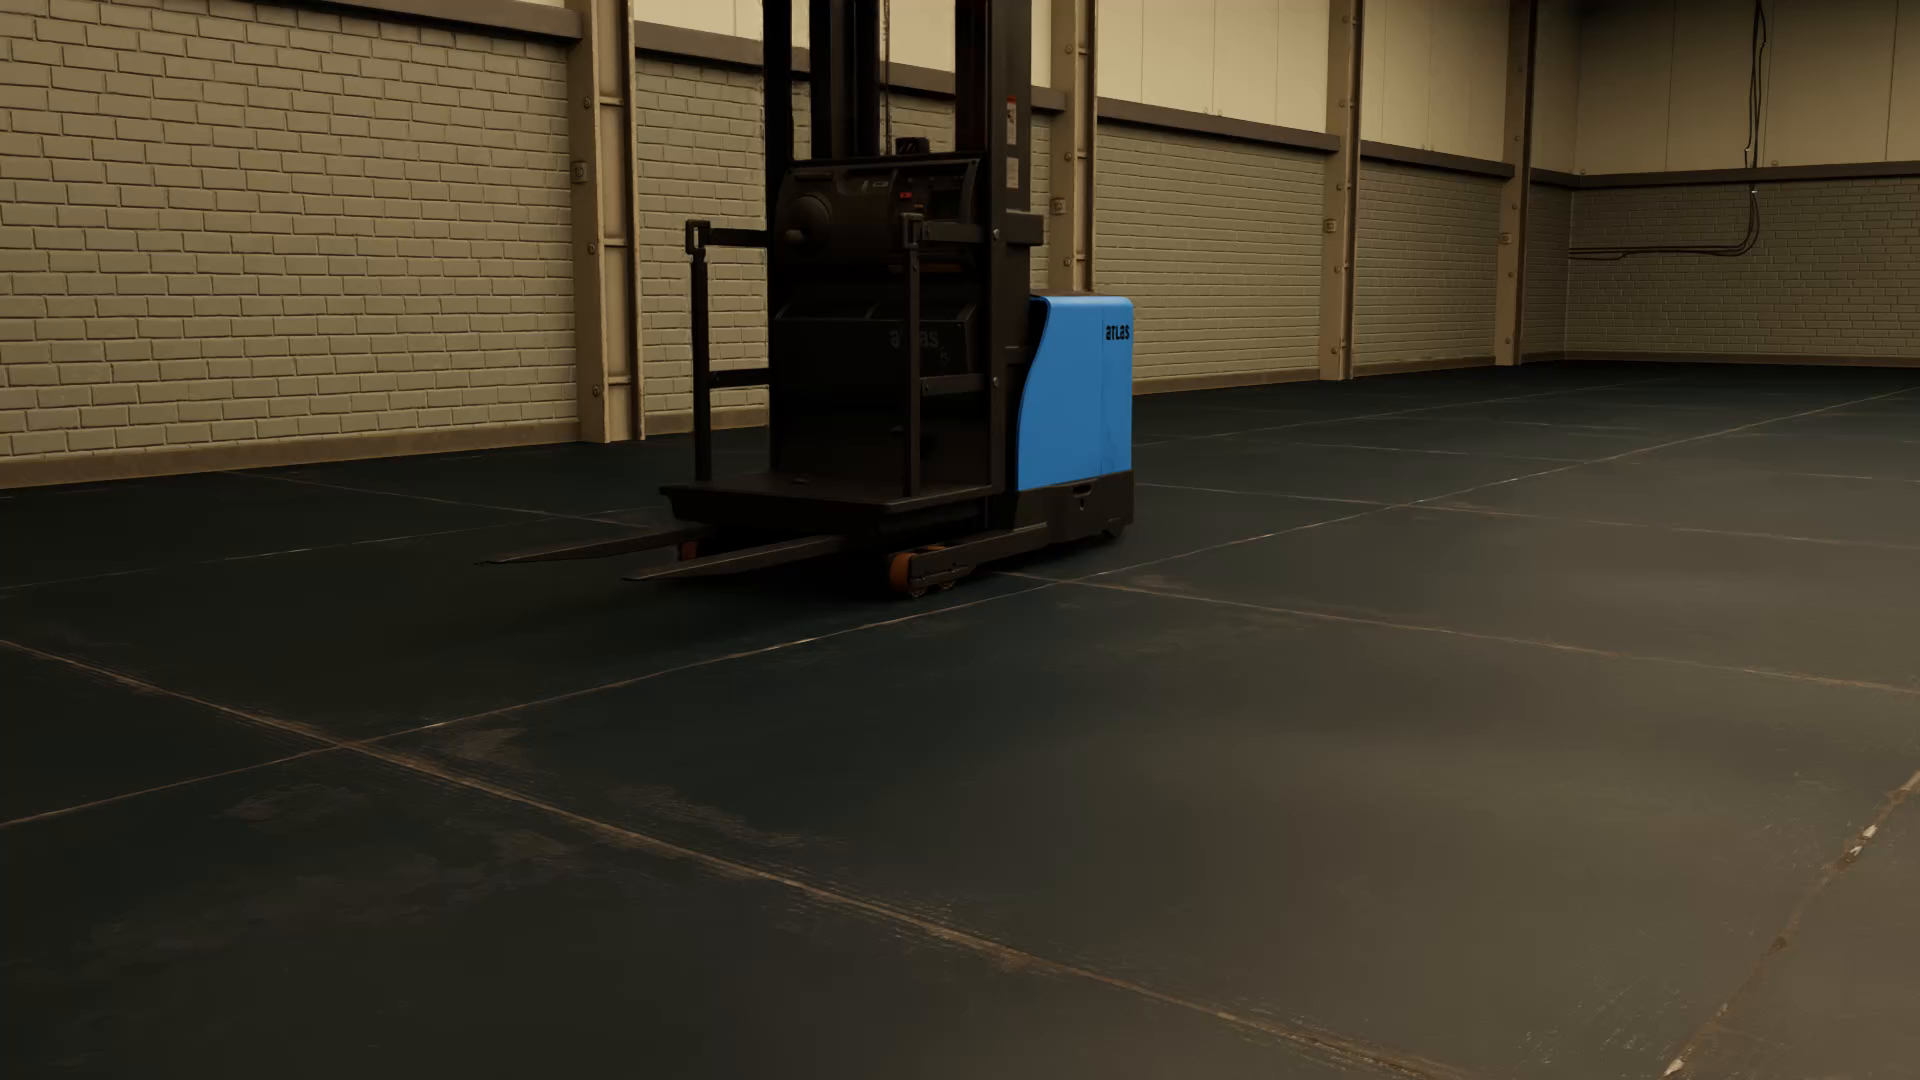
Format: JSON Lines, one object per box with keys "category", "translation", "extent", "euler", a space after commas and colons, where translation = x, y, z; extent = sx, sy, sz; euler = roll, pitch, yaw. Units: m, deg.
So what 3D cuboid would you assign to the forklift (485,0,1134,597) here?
{"category": "forklift", "translation": [-0.445, -1.320, 6.303], "extent": [1.130, 2.935, 3.031], "euler": [5, 10, 32]}
